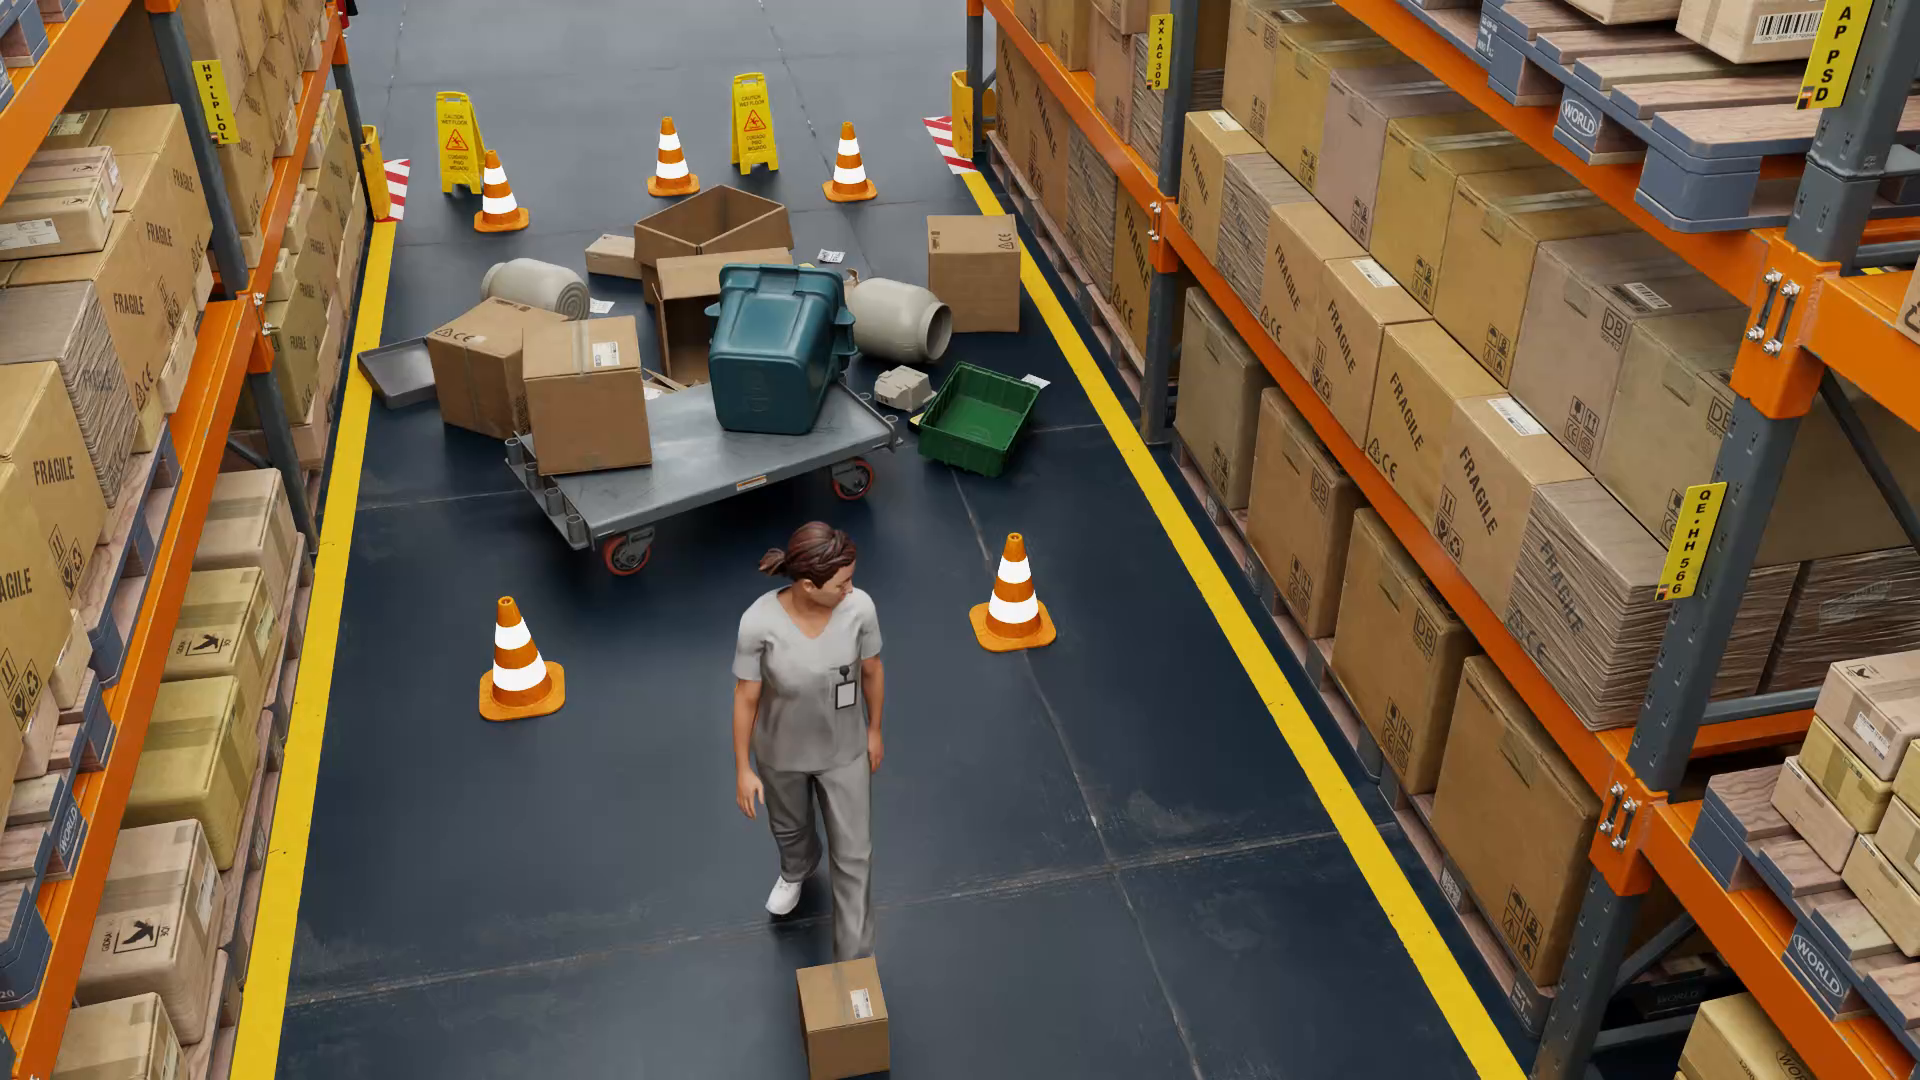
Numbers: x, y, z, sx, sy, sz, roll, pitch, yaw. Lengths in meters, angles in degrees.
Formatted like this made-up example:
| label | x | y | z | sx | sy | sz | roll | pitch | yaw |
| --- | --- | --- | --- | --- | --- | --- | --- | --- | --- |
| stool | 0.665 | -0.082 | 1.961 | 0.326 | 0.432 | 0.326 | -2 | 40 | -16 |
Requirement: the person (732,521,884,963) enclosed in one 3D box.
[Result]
| label | x | y | z | sx | sy | sz | roll | pitch | yaw |
| --- | --- | --- | --- | --- | --- | --- | --- | --- | --- |
| person | -0.457 | 0.674 | 5.142 | 0.474 | 1.659 | 0.762 | -4 | 35 | -6 |
